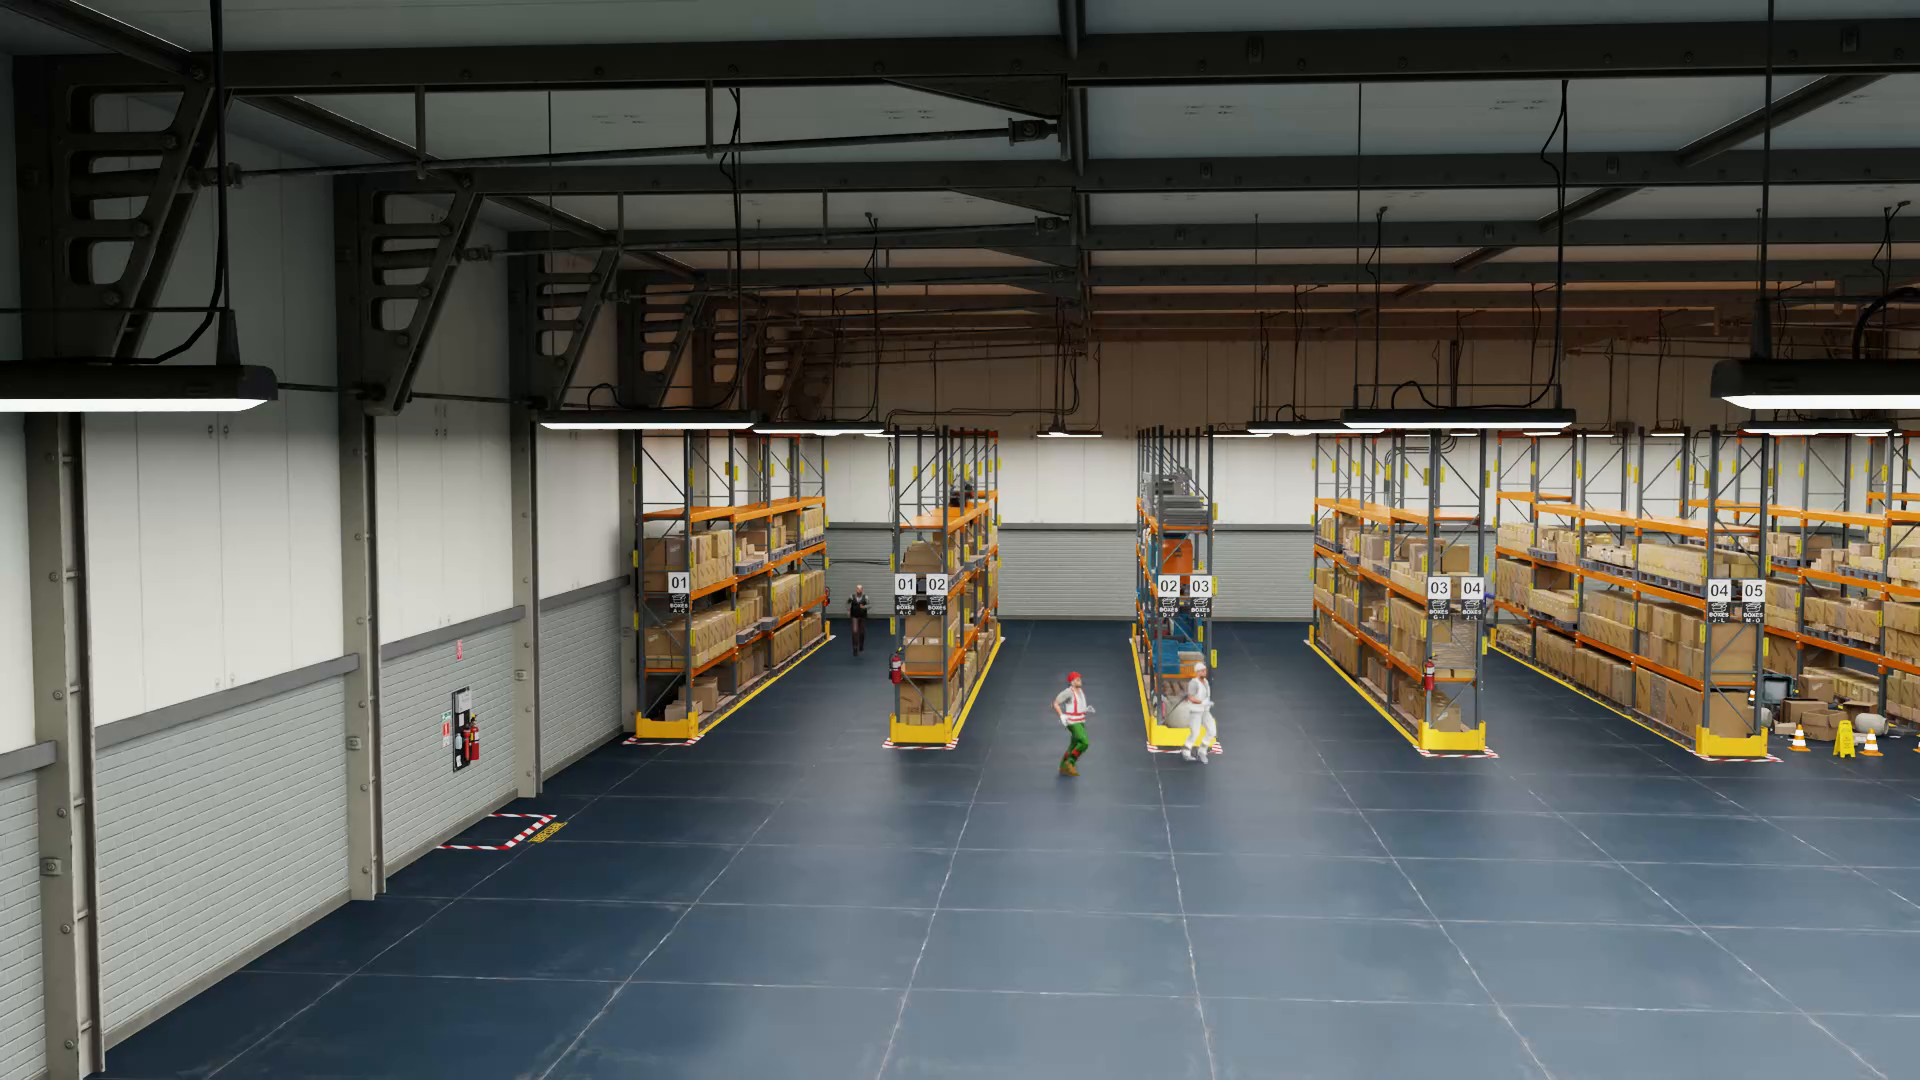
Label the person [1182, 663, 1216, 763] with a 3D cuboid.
[{"bbox_3d":[4.273,3.074,29.442,0.683,1.814,0.721,-3,5,-42],"label":"person"}]

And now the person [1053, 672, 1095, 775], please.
[{"bbox_3d":[1.987,3.119,28.332,0.666,1.753,0.638,2,4,32],"label":"person"}]

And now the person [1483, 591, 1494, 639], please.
[{"bbox_3d":[14.799,2.060,47.125,0.740,1.705,0.640,-1,4,-15],"label":"person"}]

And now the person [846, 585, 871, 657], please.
[{"bbox_3d":[-2.602,2.059,42.760,0.630,1.811,0.763,0,3,-7],"label":"person"}]
